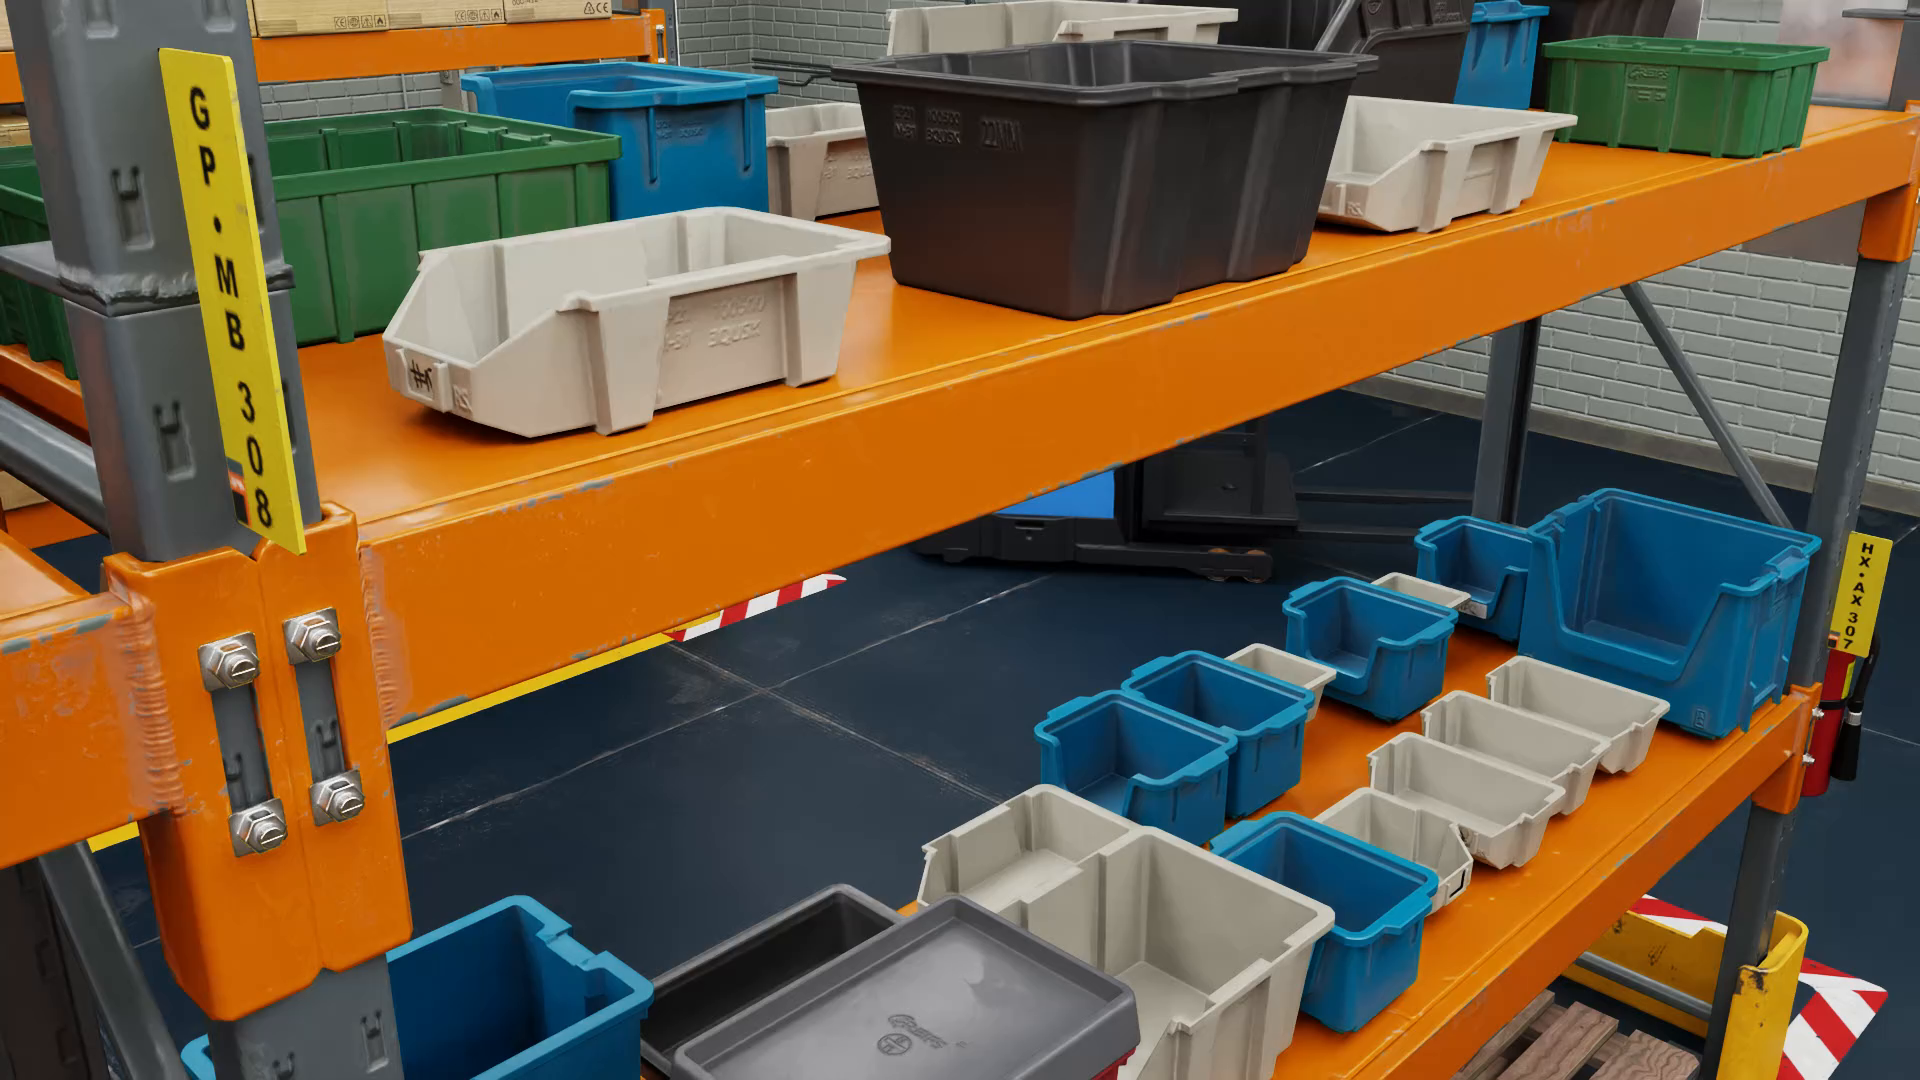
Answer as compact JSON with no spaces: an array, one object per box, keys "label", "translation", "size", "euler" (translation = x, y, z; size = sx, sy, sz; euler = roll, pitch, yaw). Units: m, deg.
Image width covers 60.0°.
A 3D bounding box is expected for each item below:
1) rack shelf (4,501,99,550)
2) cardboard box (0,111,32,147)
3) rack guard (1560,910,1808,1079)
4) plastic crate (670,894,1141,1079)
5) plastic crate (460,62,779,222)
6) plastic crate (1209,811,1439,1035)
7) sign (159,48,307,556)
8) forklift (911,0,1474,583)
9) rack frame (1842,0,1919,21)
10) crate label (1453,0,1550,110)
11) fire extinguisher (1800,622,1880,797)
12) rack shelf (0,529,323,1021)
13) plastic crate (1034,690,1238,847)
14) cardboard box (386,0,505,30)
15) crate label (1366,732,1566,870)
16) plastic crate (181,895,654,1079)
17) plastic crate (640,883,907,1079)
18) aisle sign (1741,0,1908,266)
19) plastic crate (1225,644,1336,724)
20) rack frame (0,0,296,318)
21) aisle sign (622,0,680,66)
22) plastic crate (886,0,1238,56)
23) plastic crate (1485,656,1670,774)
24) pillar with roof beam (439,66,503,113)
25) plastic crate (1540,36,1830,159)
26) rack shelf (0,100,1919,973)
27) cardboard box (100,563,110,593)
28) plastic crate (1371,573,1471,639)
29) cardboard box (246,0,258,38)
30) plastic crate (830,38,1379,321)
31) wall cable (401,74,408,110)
[{"label":"rack shelf","translation":[-3.024,-0.306,6.693],"size":[1.077,0.370,4.000],"euler":[19,28,41]},{"label":"cardboard box","translation":[-6.028,-2.212,10.229],"size":[0.980,0.700,0.700],"euler":[19,28,40]},{"label":"rack guard","translation":[1.925,1.242,5.147],"size":[1.175,0.500,0.348],"euler":[19,28,41]},{"label":"plastic crate","translation":[-0.070,0.888,2.410],"size":[0.402,0.464,0.583],"euler":[19,28,41]},{"label":"plastic crate","translation":[-0.466,-0.523,2.307],"size":[0.416,0.233,0.300],"euler":[19,28,41]},{"label":"plastic crate","translation":[0.669,0.727,3.152],"size":[0.416,0.233,0.300],"euler":[19,28,41]},{"label":"sign","translation":[-0.480,-0.153,1.099],"size":[0.100,0.325,0.005],"euler":[19,28,41]},{"label":"forklift","translation":[1.298,-1.351,8.503],"size":[3.031,2.935,1.130],"euler":[3,21,7]},{"label":"rack frame","translation":[1.918,-2.716,3.597],"size":[1.000,3.000,0.127],"euler":[19,28,41]},{"label":"crate label","translation":[1.043,-1.090,3.756],"size":[0.408,0.251,0.502],"euler":[19,28,41]},{"label":"fire extinguisher","translation":[2.349,0.370,4.559],"size":[0.296,0.674,0.183],"euler":[19,28,41]},{"label":"rack shelf","translation":[-2.268,0.563,0.252],"size":[1.077,0.370,4.000],"euler":[19,28,41]},{"label":"plastic crate","translation":[0.382,0.531,3.661],"size":[0.416,0.233,0.300],"euler":[19,28,41]},{"label":"cardboard box","translation":[-2.155,-2.162,6.548],"size":[0.500,0.250,0.500],"euler":[19,28,41]},{"label":"crate label","translation":[1.089,0.583,3.660],"size":[0.396,0.136,0.243],"euler":[19,28,41]},{"label":"plastic crate","translation":[-0.791,0.887,2.525],"size":[0.392,0.384,0.575],"euler":[19,28,41]},{"label":"plastic crate","translation":[-0.284,0.858,2.961],"size":[0.437,0.125,0.590],"euler":[19,28,41]},{"label":"aisle sign","translation":[2.178,-1.074,4.065],"size":[0.394,0.787,0.004],"euler":[19,28,41]},{"label":"plastic crate","translation":[0.753,0.397,4.145],"size":[0.250,0.136,0.298],"euler":[19,28,41]},{"label":"rack frame","translation":[-0.873,-1.687,0.922],"size":[1.000,3.000,0.127],"euler":[19,28,41]},{"label":"aisle sign","translation":[-1.361,-2.310,7.281],"size":[0.394,0.787,0.004],"euler":[19,28,41]},{"label":"plastic crate","translation":[0.151,-0.768,2.875],"size":[0.437,0.282,0.530],"euler":[19,28,41]},{"label":"plastic crate","translation":[1.479,0.435,4.047],"size":[0.396,0.136,0.243],"euler":[19,28,41]},{"label":"pillar with roof beam","translation":[-0.832,-5.028,9.614],"size":[9.100,9.000,0.400],"euler":[19,28,41]},{"label":"plastic crate","translation":[1.434,-0.892,3.328],"size":[0.450,0.188,0.336],"euler":[19,28,41]},{"label":"rack shelf","translation":[0.523,-0.466,2.927],"size":[1.077,0.370,4.000],"euler":[19,28,41]},{"label":"cardboard box","translation":[-3.112,0.348,6.855],"size":[0.797,0.503,0.637],"euler":[19,28,41]},{"label":"plastic crate","translation":[1.227,0.222,4.599],"size":[0.250,0.136,0.298],"euler":[19,28,41]},{"label":"cardboard box","translation":[-2.854,-1.906,5.881],"size":[0.500,0.250,0.500],"euler":[19,28,41]},{"label":"plastic crate","translation":[0.190,-0.477,2.136],"size":[0.497,0.269,0.590],"euler":[19,28,41]},{"label":"wall cable","translation":[-4.965,-3.435,12.415],"size":[0.084,1.984,1.851],"euler":[19,28,41]}]
